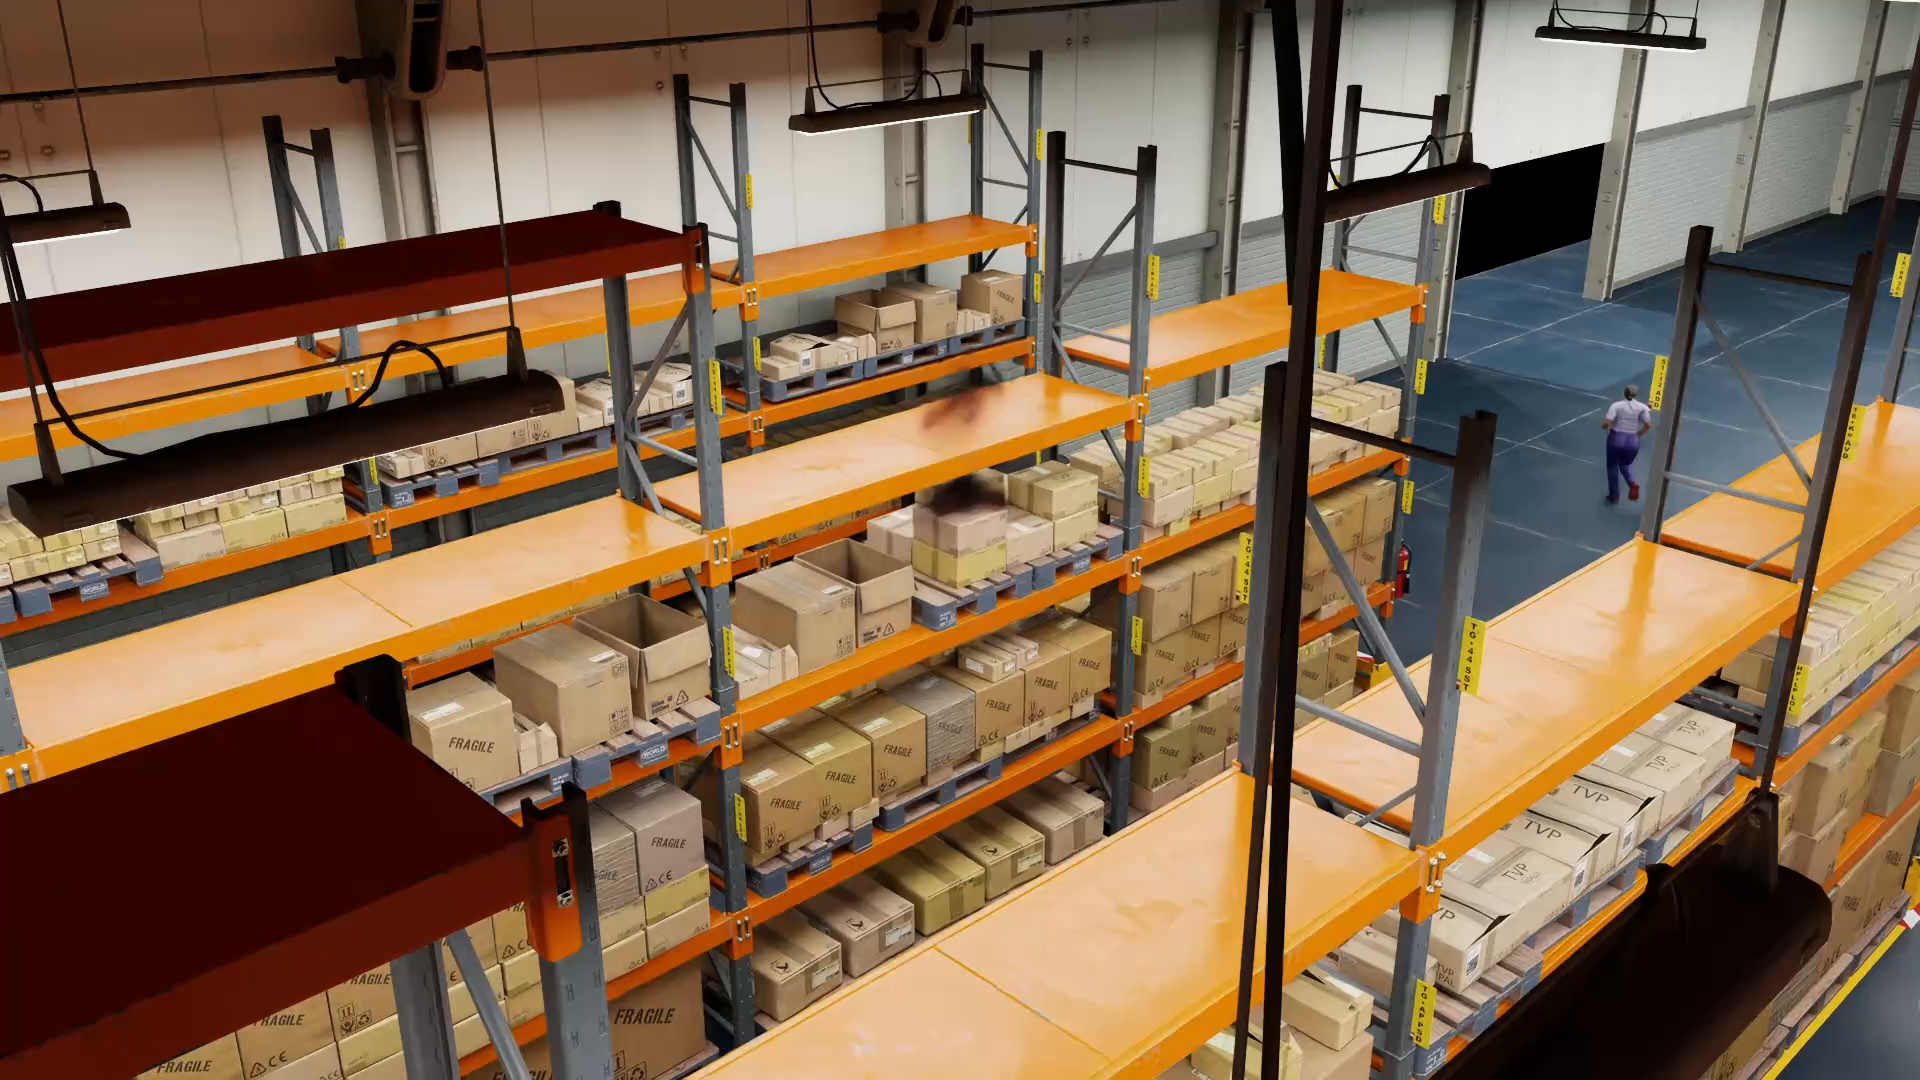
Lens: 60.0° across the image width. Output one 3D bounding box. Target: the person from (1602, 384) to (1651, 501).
[{"bbox_3d":[8.695,-1.255,21.821,0.600,1.620,0.596,2,23,6],"label":"person"}]
